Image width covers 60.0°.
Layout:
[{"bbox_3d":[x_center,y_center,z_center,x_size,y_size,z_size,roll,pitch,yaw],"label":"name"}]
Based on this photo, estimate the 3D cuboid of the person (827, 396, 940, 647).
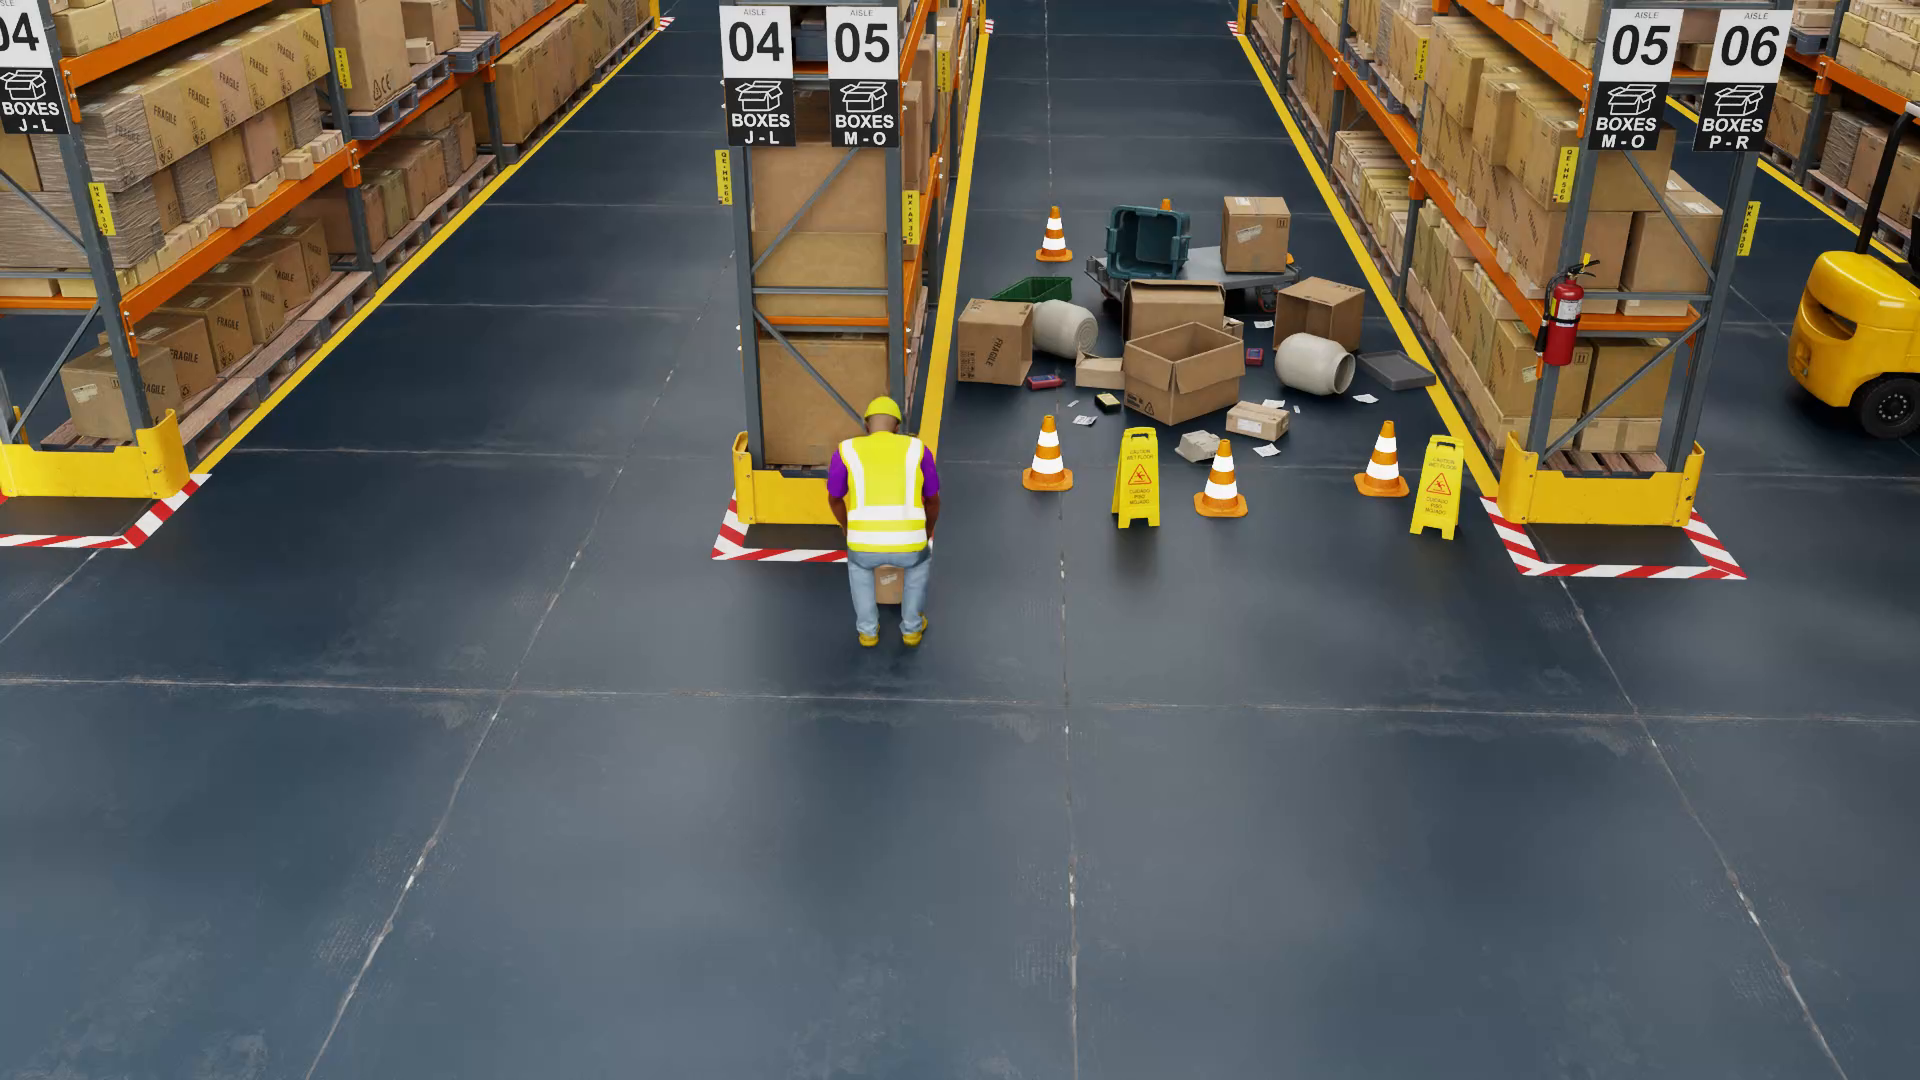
[{"bbox_3d":[-0.430,-0.076,9.228,0.629,1.313,0.805,1,28,2],"label":"person"}]
